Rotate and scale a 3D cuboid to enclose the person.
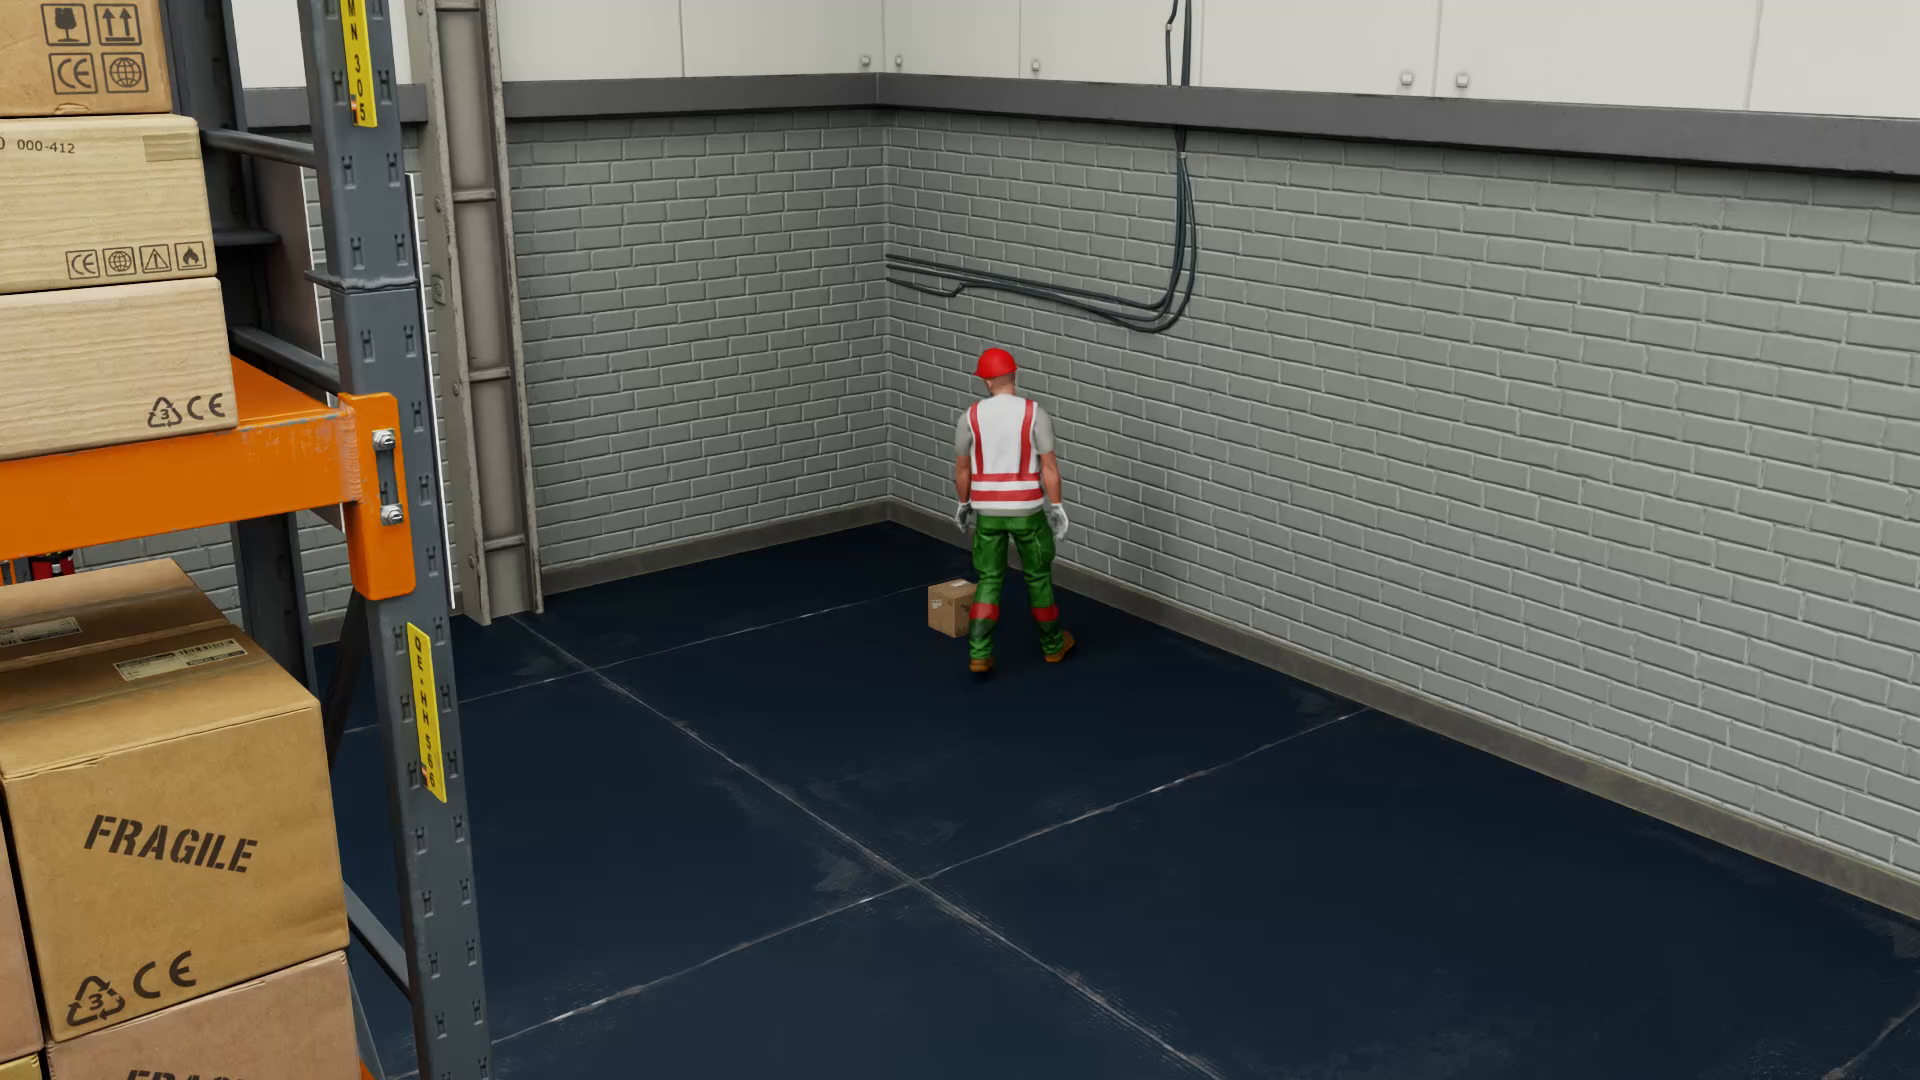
[{"bbox_3d":[0.270,-0.149,9.037,0.645,1.764,0.676,5,18,14],"label":"person"}]
